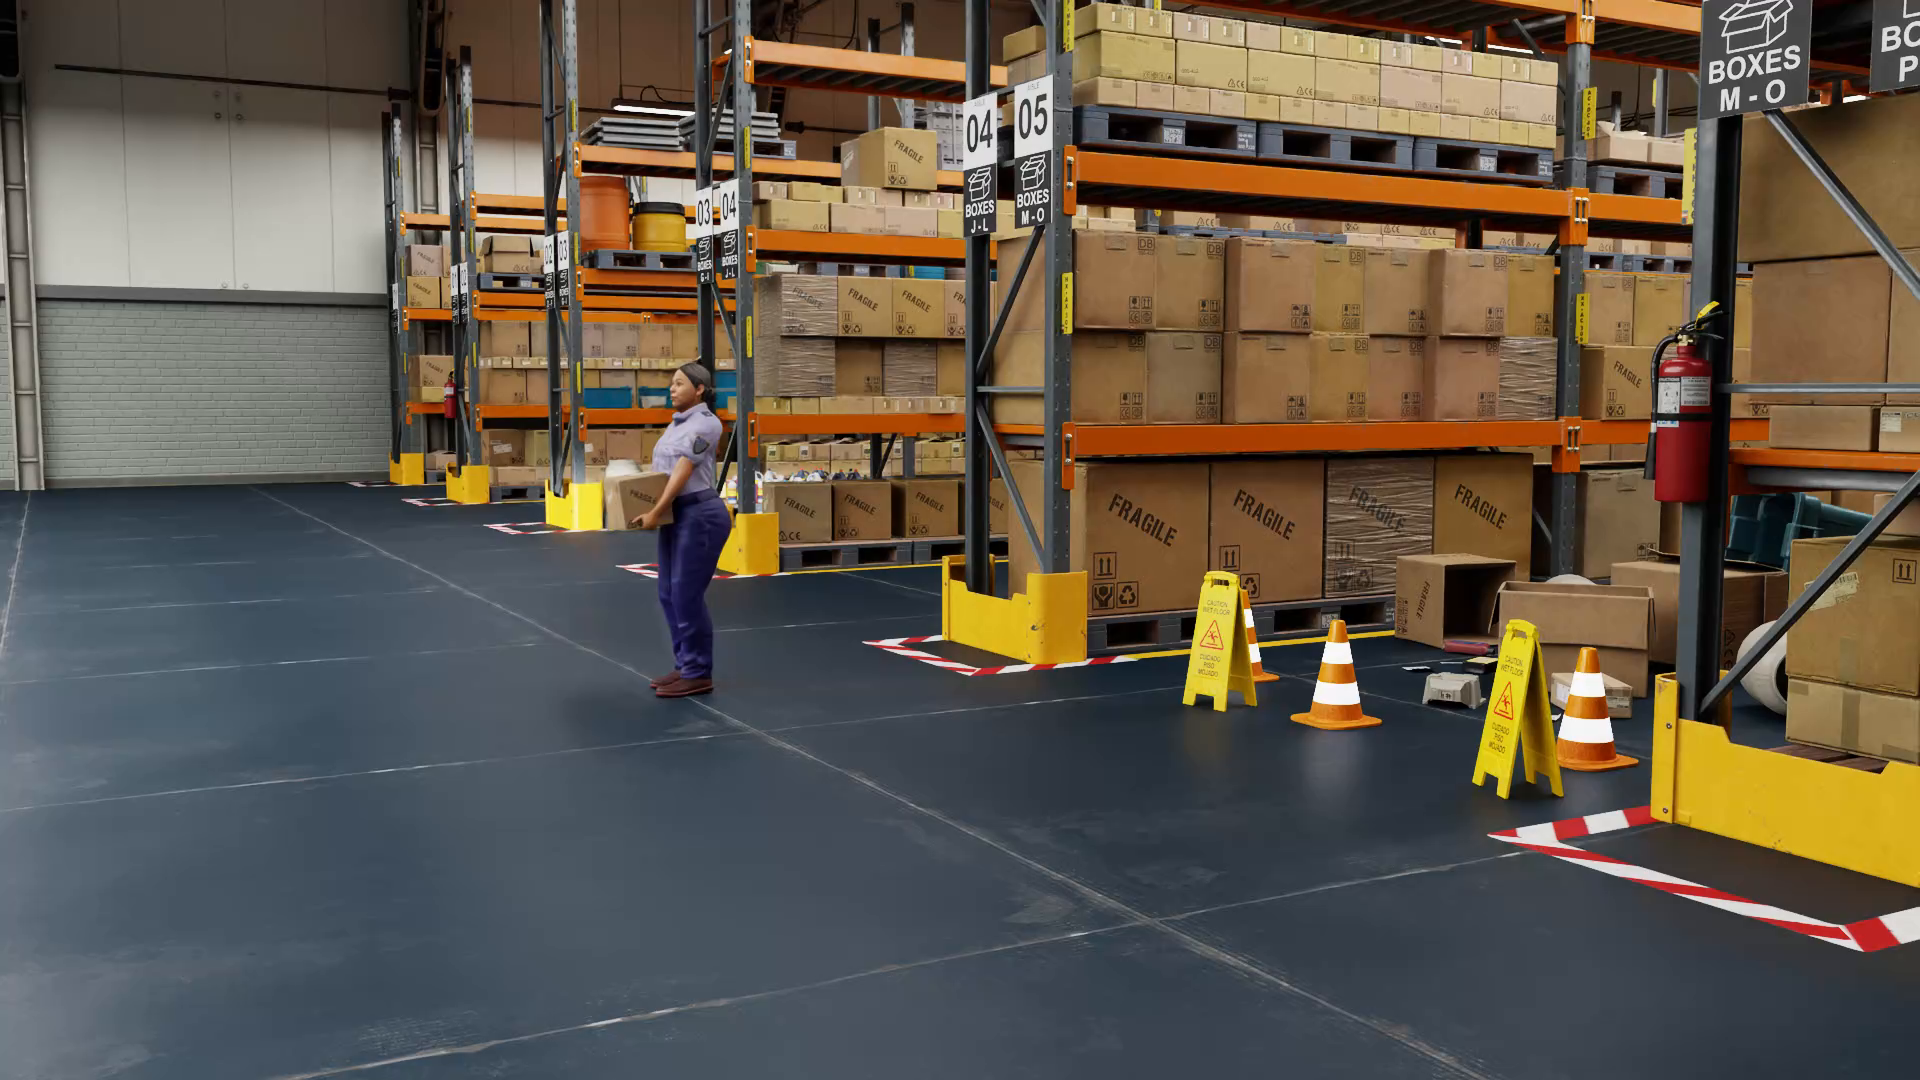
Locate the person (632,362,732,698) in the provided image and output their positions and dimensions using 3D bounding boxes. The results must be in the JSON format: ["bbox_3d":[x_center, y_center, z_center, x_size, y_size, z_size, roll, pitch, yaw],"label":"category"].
[{"bbox_3d":[-1.416,-0.056,8.267,0.528,1.647,0.435,-3,6,-29],"label":"person"}]
